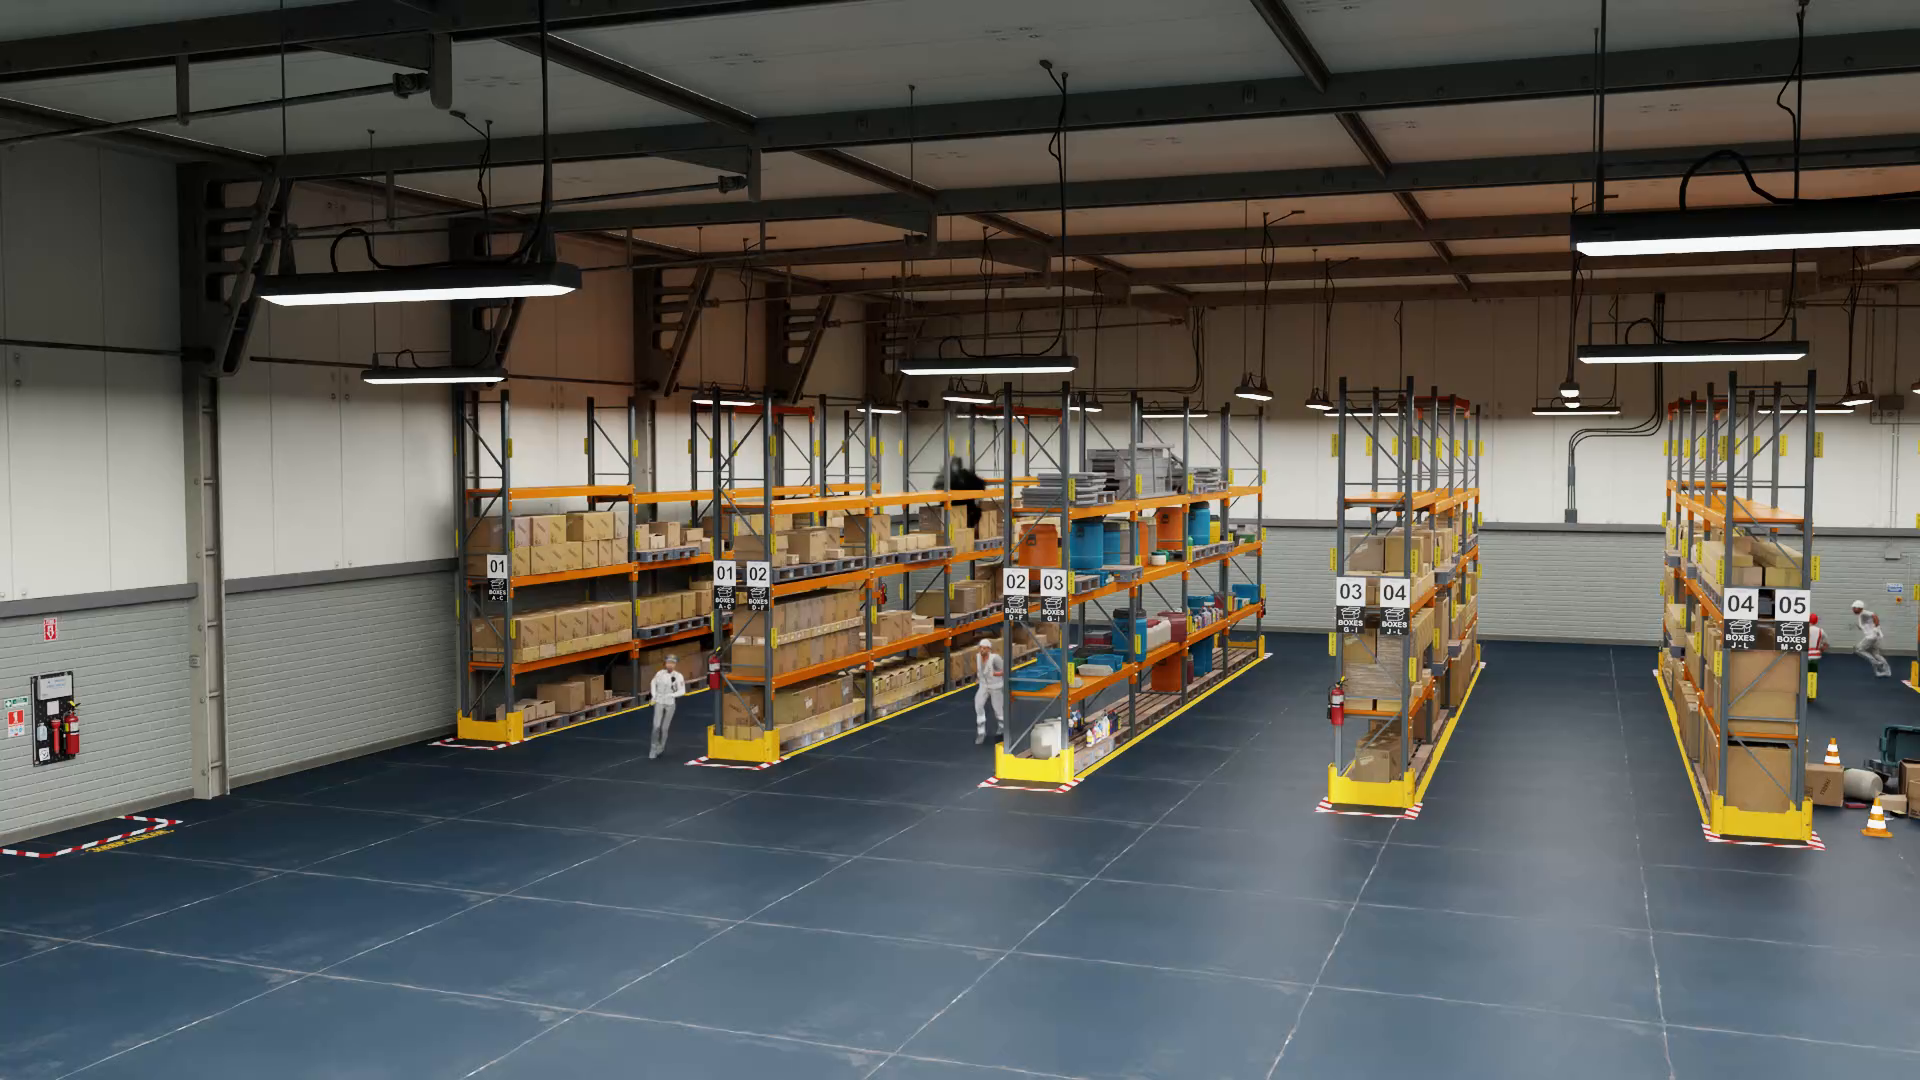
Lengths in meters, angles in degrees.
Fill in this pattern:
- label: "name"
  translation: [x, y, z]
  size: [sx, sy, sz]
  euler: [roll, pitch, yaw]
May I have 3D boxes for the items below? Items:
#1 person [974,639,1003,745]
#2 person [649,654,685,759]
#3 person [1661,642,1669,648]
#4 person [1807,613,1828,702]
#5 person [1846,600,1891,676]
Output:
- label: "person"
  translation: [0.549, 2.564, 28.445]
  size: [0.653, 1.793, 0.989]
  euler: [1, 3, 24]
- label: "person"
  translation: [-4.747, 2.698, 26.966]
  size: [0.592, 1.711, 0.629]
  euler: [0, 3, -5]
- label: "person"
  translation: [16.228, 2.121, 37.730]
  size: [0.536, 1.627, 0.605]
  euler: [0, 3, -1]
- label: "person"
  translation: [16.847, 2.315, 32.989]
  size: [0.631, 1.744, 0.494]
  euler: [1, 3, 13]
- label: "person"
  translation: [19.952, 2.158, 36.516]
  size: [0.909, 1.640, 0.716]
  euler: [2, 4, 29]
